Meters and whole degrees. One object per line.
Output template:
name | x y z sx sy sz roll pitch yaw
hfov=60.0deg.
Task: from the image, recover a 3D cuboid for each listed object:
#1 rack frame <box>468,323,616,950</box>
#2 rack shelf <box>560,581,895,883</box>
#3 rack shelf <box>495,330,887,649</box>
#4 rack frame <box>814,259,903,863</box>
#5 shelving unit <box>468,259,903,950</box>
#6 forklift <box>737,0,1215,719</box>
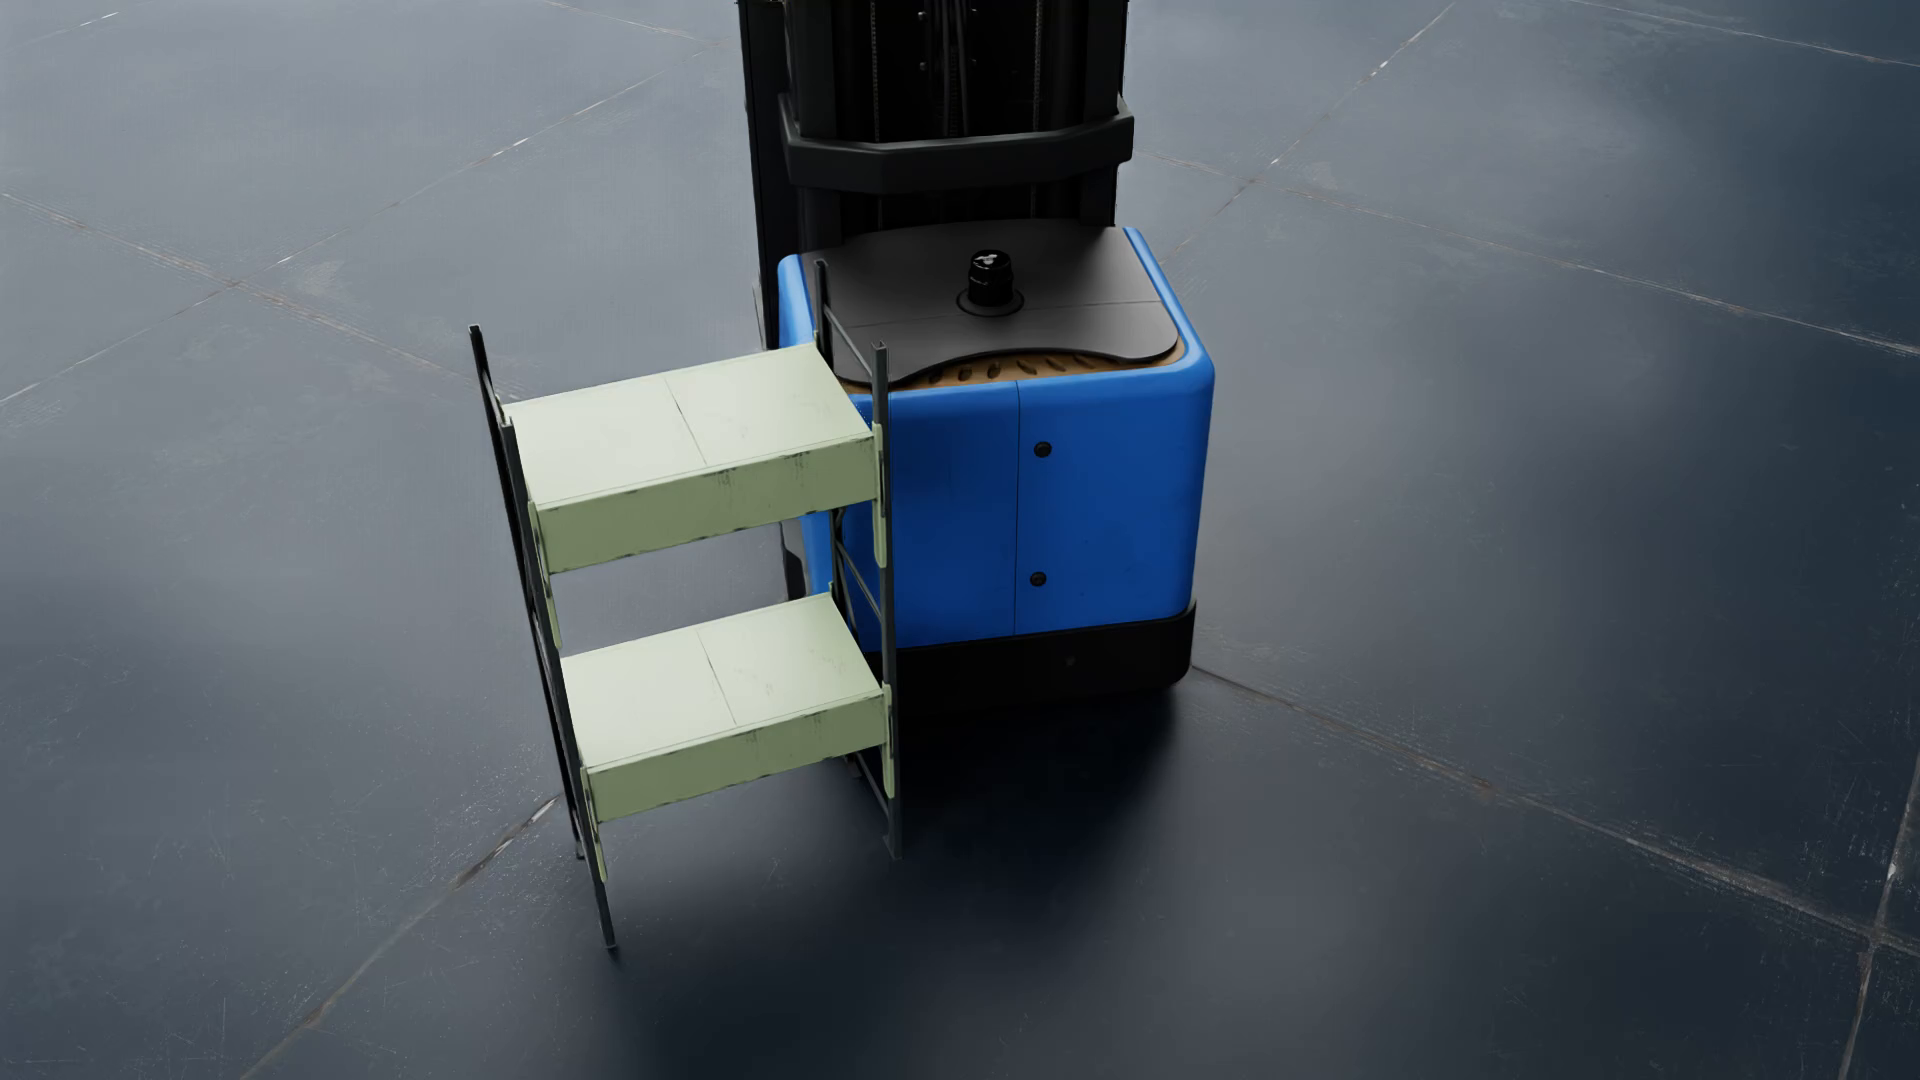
rack frame | -0.908 0.271 3.669 0.023 1.500 0.400 -14 40 -17
rack shelf | -0.569 0.446 3.977 0.720 0.370 0.431 -14 40 -17
rack shelf | -0.569 -0.121 3.540 0.720 0.370 0.431 -14 40 -17
rack frame | -0.230 0.104 3.887 0.023 1.500 0.400 -14 40 -17
shelving unit | -0.569 0.188 3.778 0.755 1.500 0.431 -14 40 -17
forklift | -0.115 -1.564 4.878 1.130 2.935 3.031 -6 38 -8
